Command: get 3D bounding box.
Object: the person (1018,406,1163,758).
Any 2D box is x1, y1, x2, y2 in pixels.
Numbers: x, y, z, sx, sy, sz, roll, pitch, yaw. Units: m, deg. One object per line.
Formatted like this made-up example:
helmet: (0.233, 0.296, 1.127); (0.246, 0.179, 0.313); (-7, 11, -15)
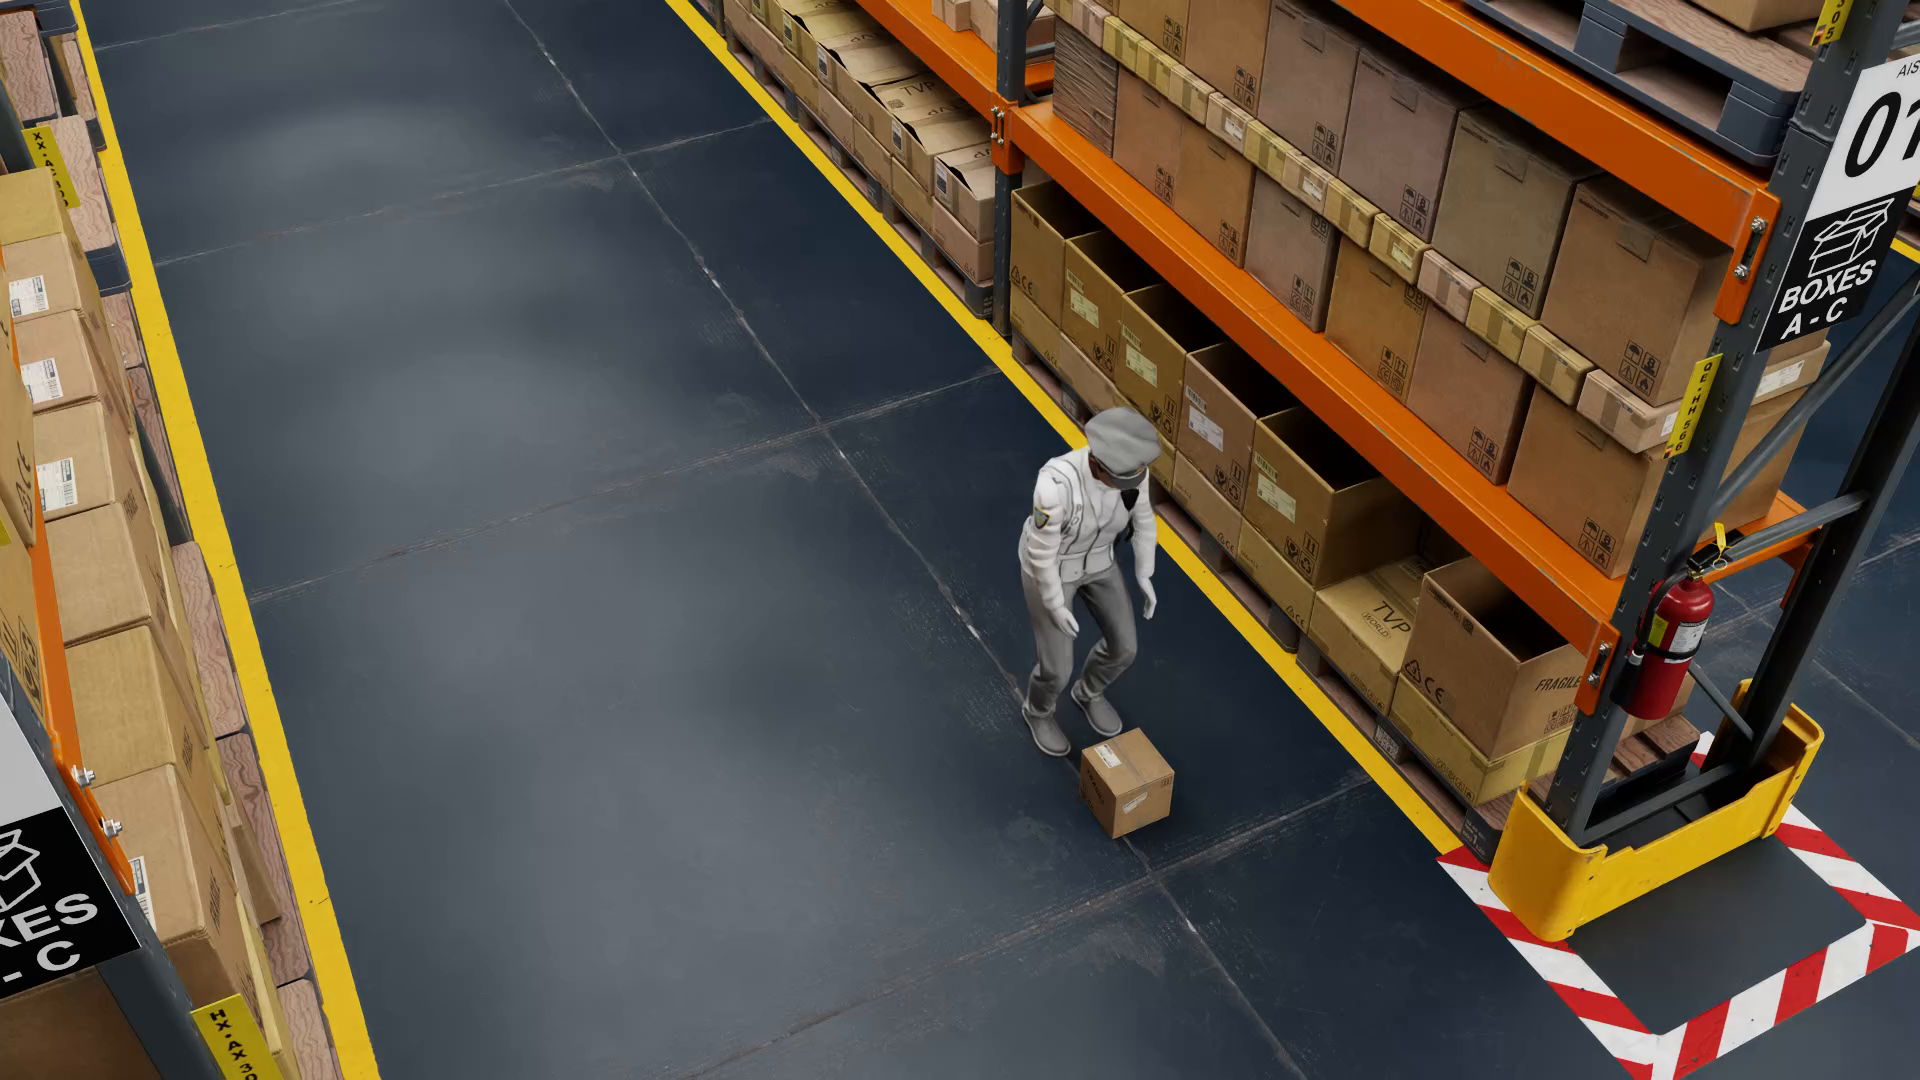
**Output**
person: (0.473, 0.138, 6.079); (0.516, 1.576, 0.526); (-18, 45, -20)
